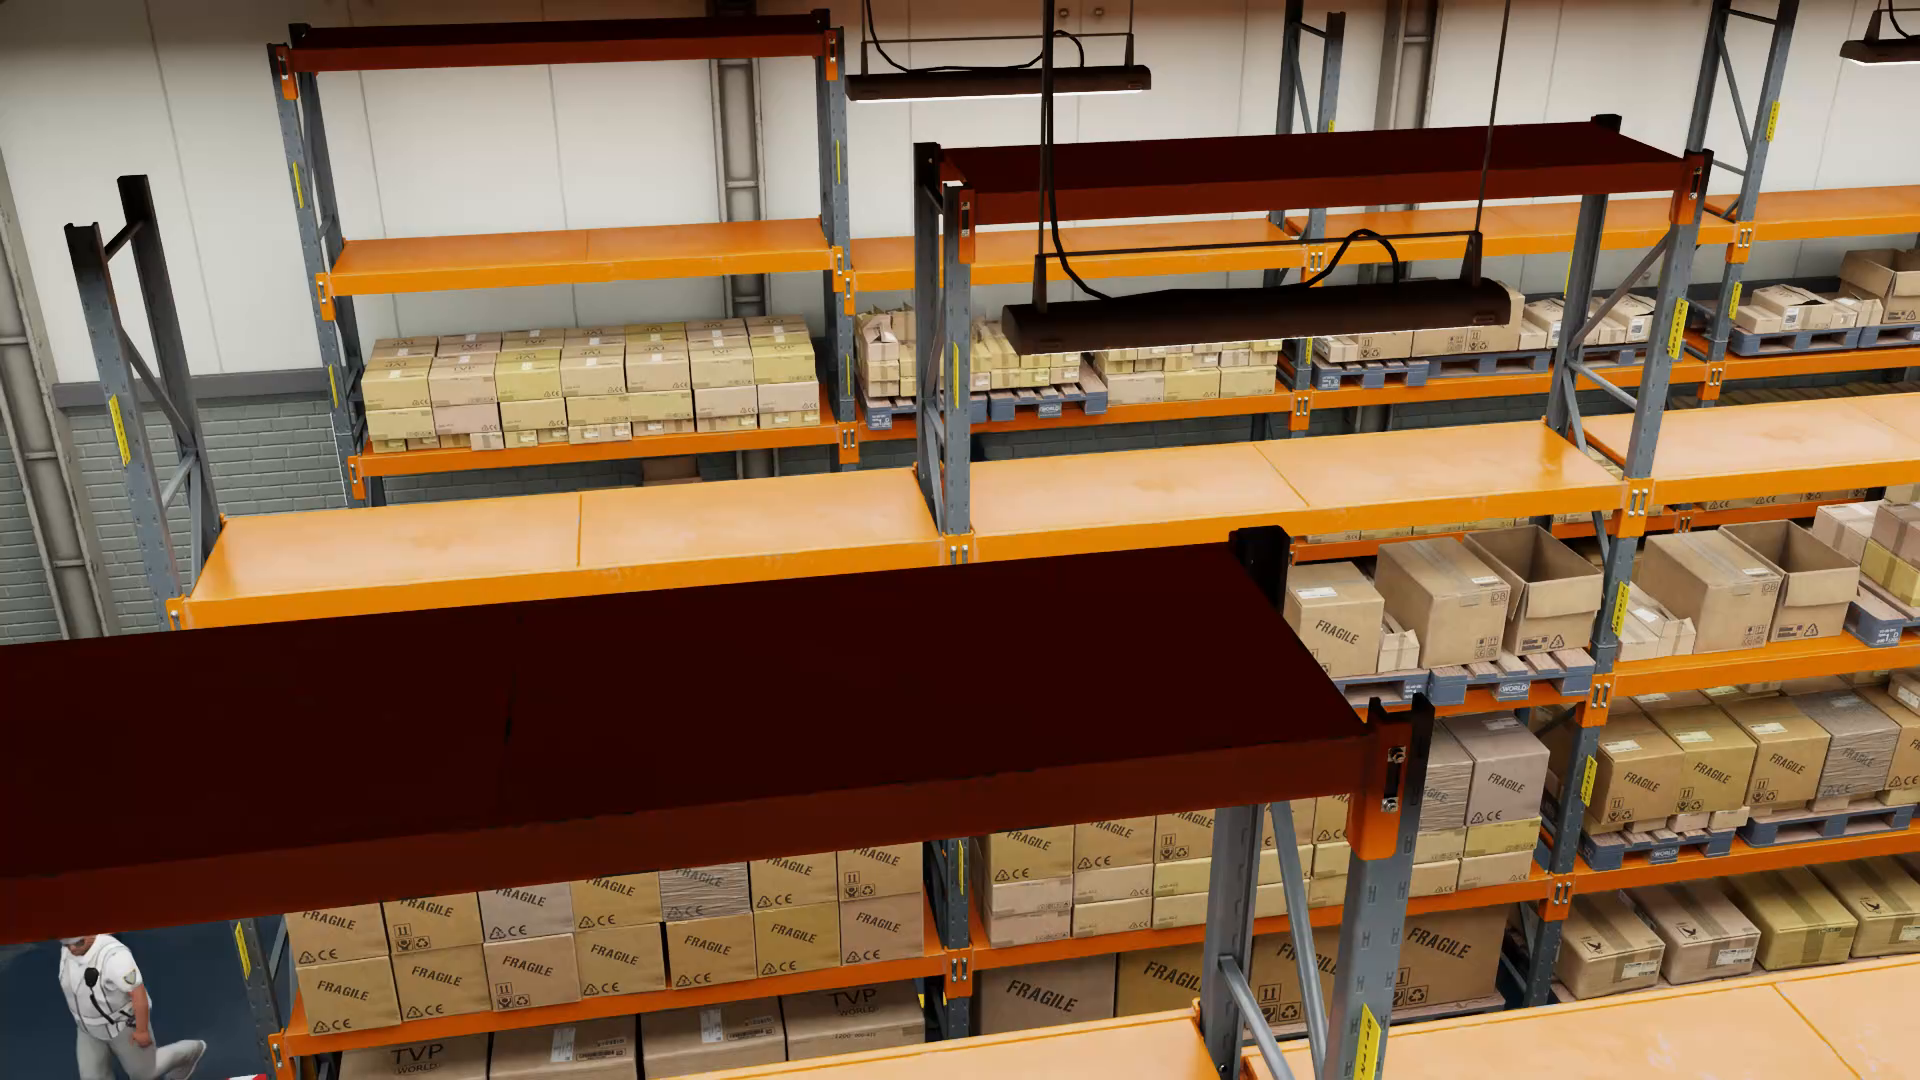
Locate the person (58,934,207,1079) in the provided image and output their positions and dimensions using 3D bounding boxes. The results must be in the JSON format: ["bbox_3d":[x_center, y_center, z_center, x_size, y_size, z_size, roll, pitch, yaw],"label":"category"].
[{"bbox_3d":[-5.205,2.912,10.301,0.627,1.717,0.829,9,27,18],"label":"person"}]
